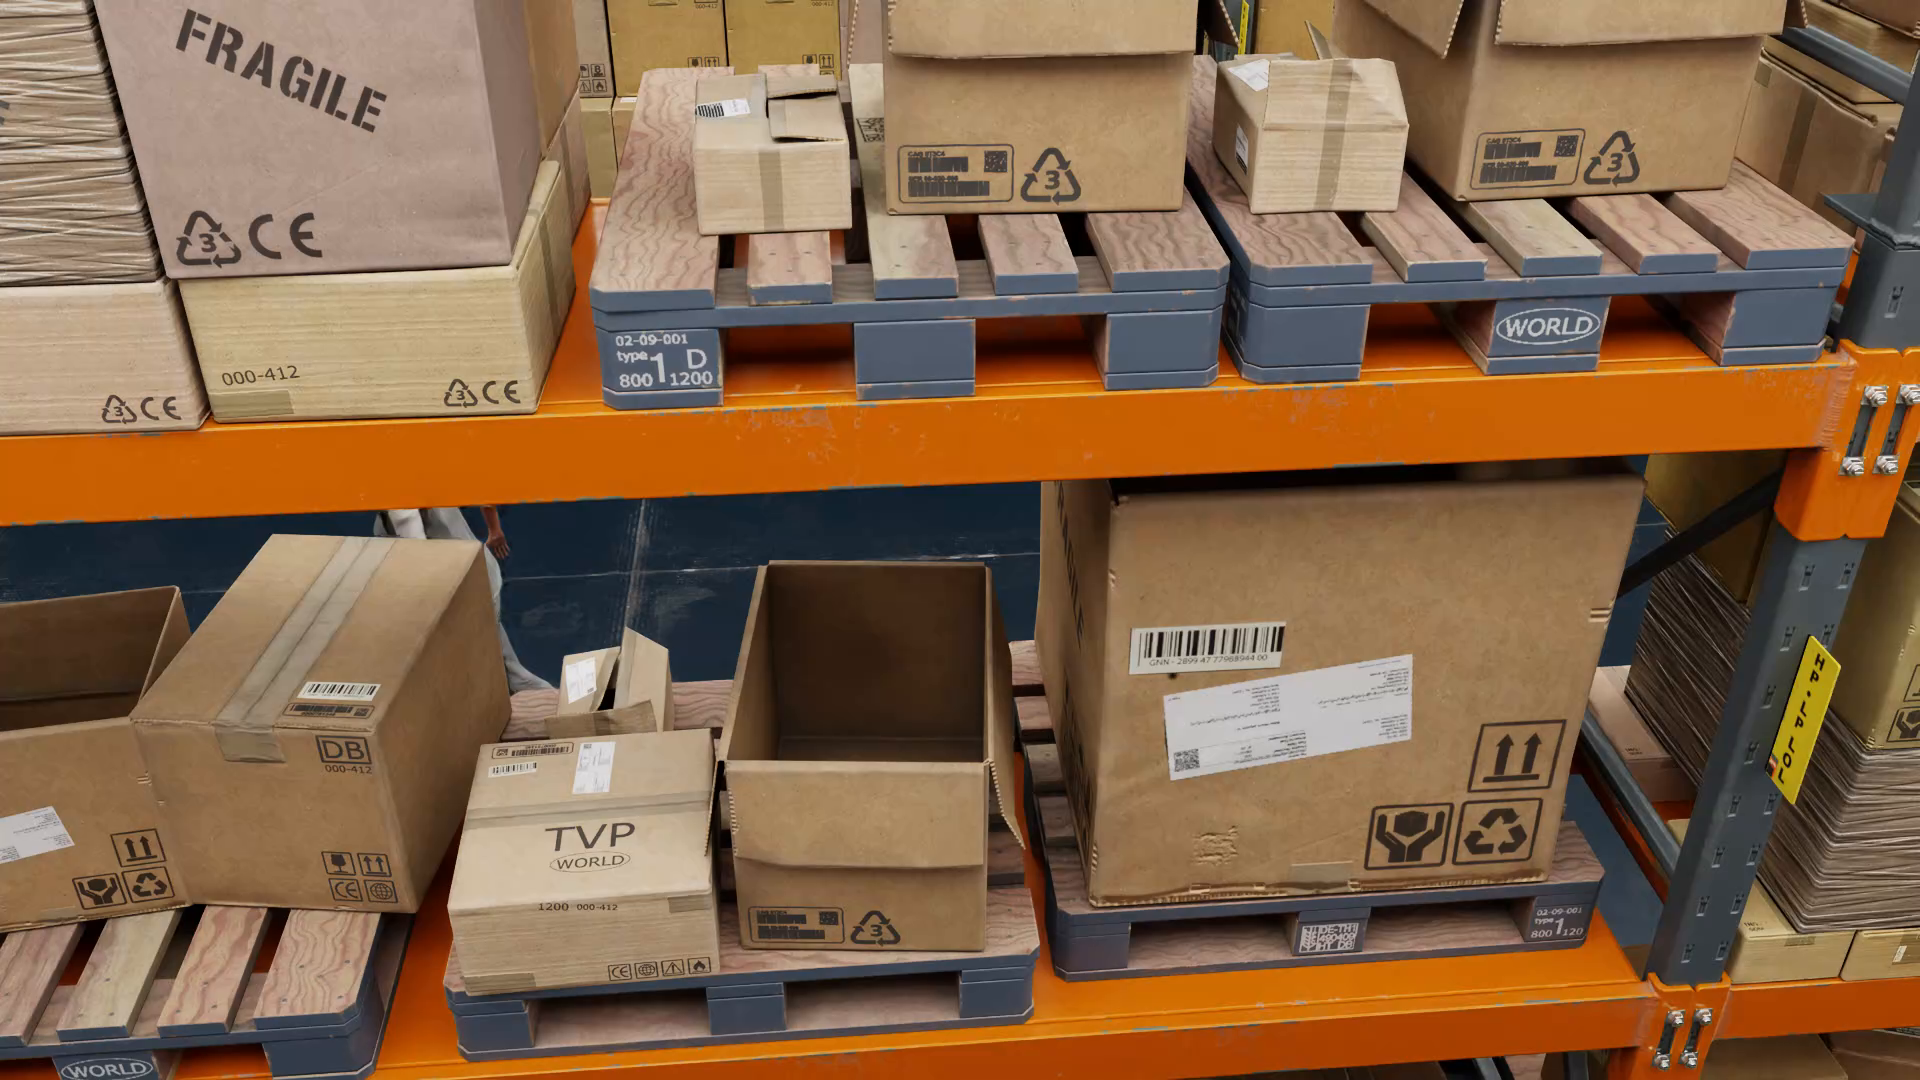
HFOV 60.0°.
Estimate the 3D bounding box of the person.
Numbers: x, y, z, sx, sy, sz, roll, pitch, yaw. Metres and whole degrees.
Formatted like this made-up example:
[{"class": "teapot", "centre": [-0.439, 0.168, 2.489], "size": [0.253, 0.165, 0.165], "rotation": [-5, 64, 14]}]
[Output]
[{"class": "person", "centre": [-1.768, 0.153, 5.889], "size": [0.782, 1.409, 0.522], "rotation": [-6, 32, -10]}]
